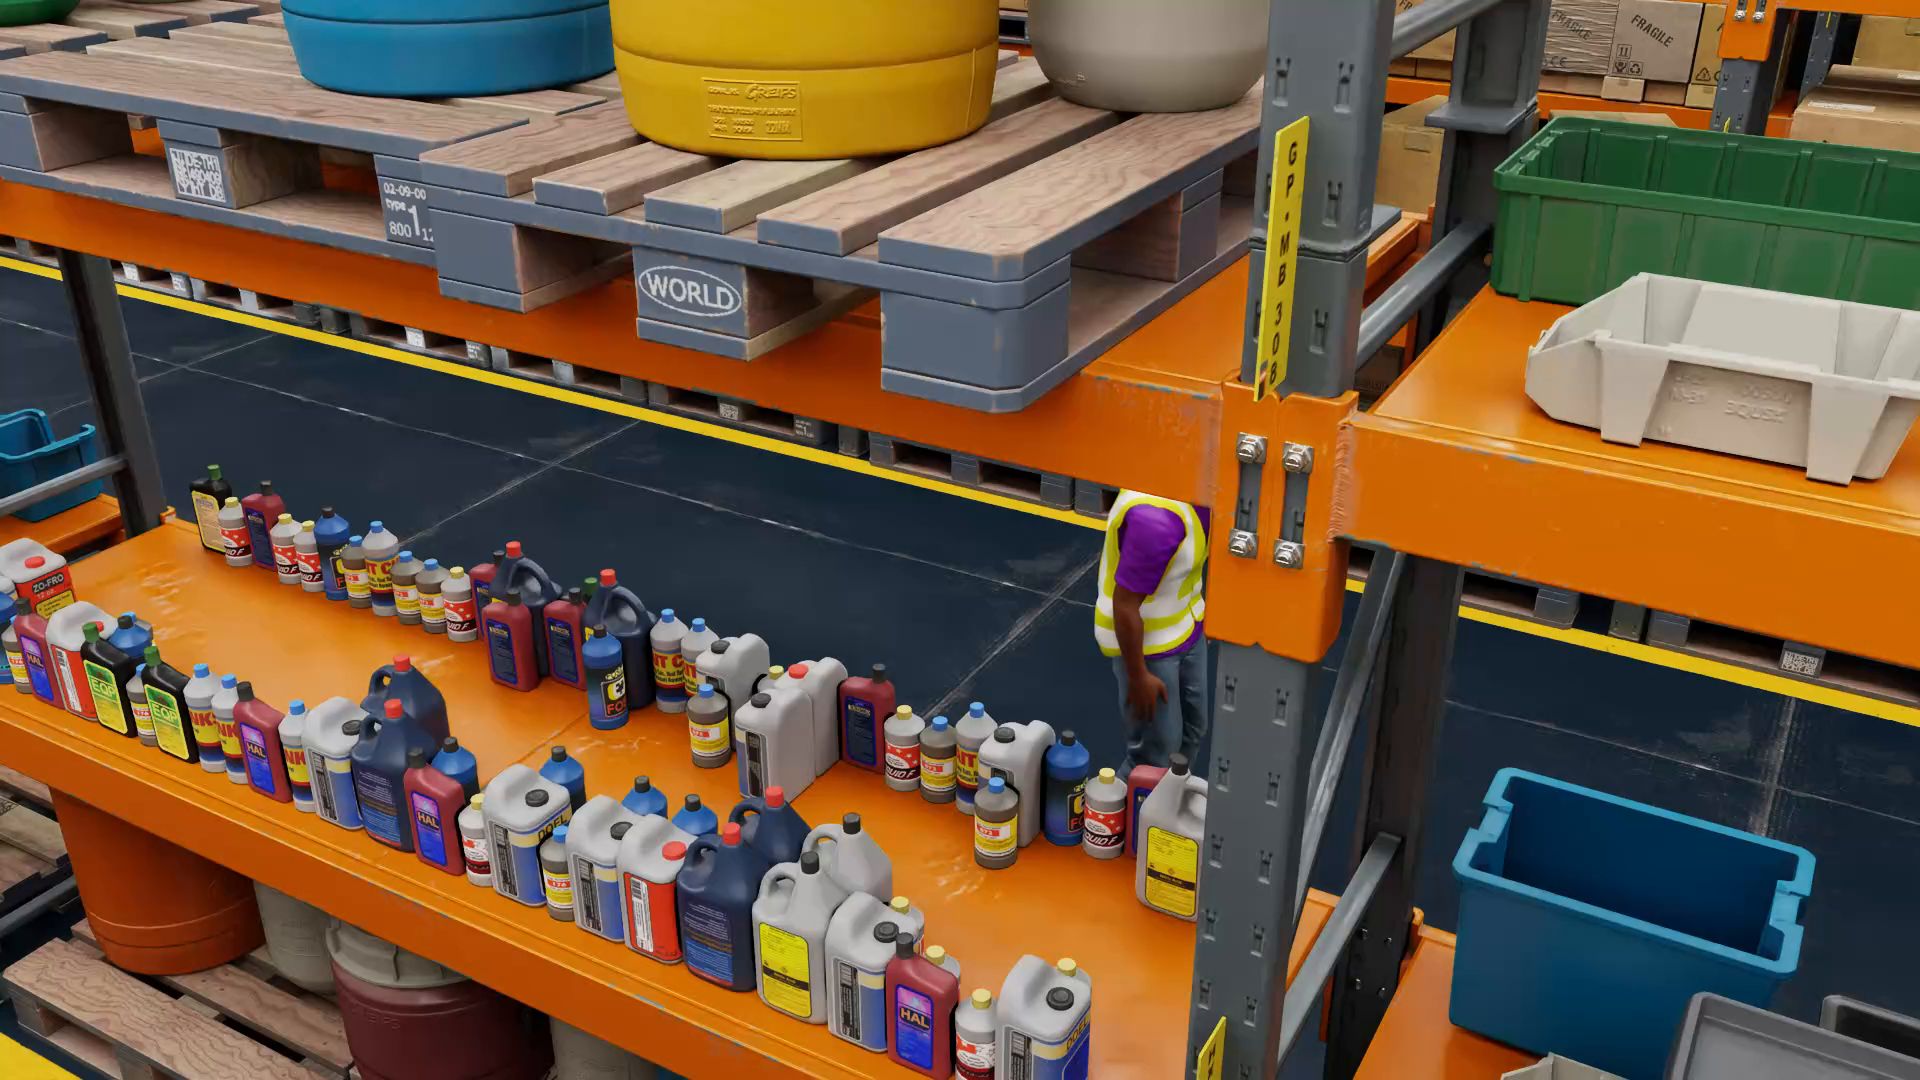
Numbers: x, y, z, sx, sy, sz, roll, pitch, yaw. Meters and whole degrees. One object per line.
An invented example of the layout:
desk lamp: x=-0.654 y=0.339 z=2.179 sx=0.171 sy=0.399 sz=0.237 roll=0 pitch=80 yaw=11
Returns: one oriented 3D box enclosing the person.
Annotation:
person: x=0.684 y=0.323 z=5.445 sx=0.462 sy=1.759 sz=0.623 roll=13 pitch=29 yaw=24
